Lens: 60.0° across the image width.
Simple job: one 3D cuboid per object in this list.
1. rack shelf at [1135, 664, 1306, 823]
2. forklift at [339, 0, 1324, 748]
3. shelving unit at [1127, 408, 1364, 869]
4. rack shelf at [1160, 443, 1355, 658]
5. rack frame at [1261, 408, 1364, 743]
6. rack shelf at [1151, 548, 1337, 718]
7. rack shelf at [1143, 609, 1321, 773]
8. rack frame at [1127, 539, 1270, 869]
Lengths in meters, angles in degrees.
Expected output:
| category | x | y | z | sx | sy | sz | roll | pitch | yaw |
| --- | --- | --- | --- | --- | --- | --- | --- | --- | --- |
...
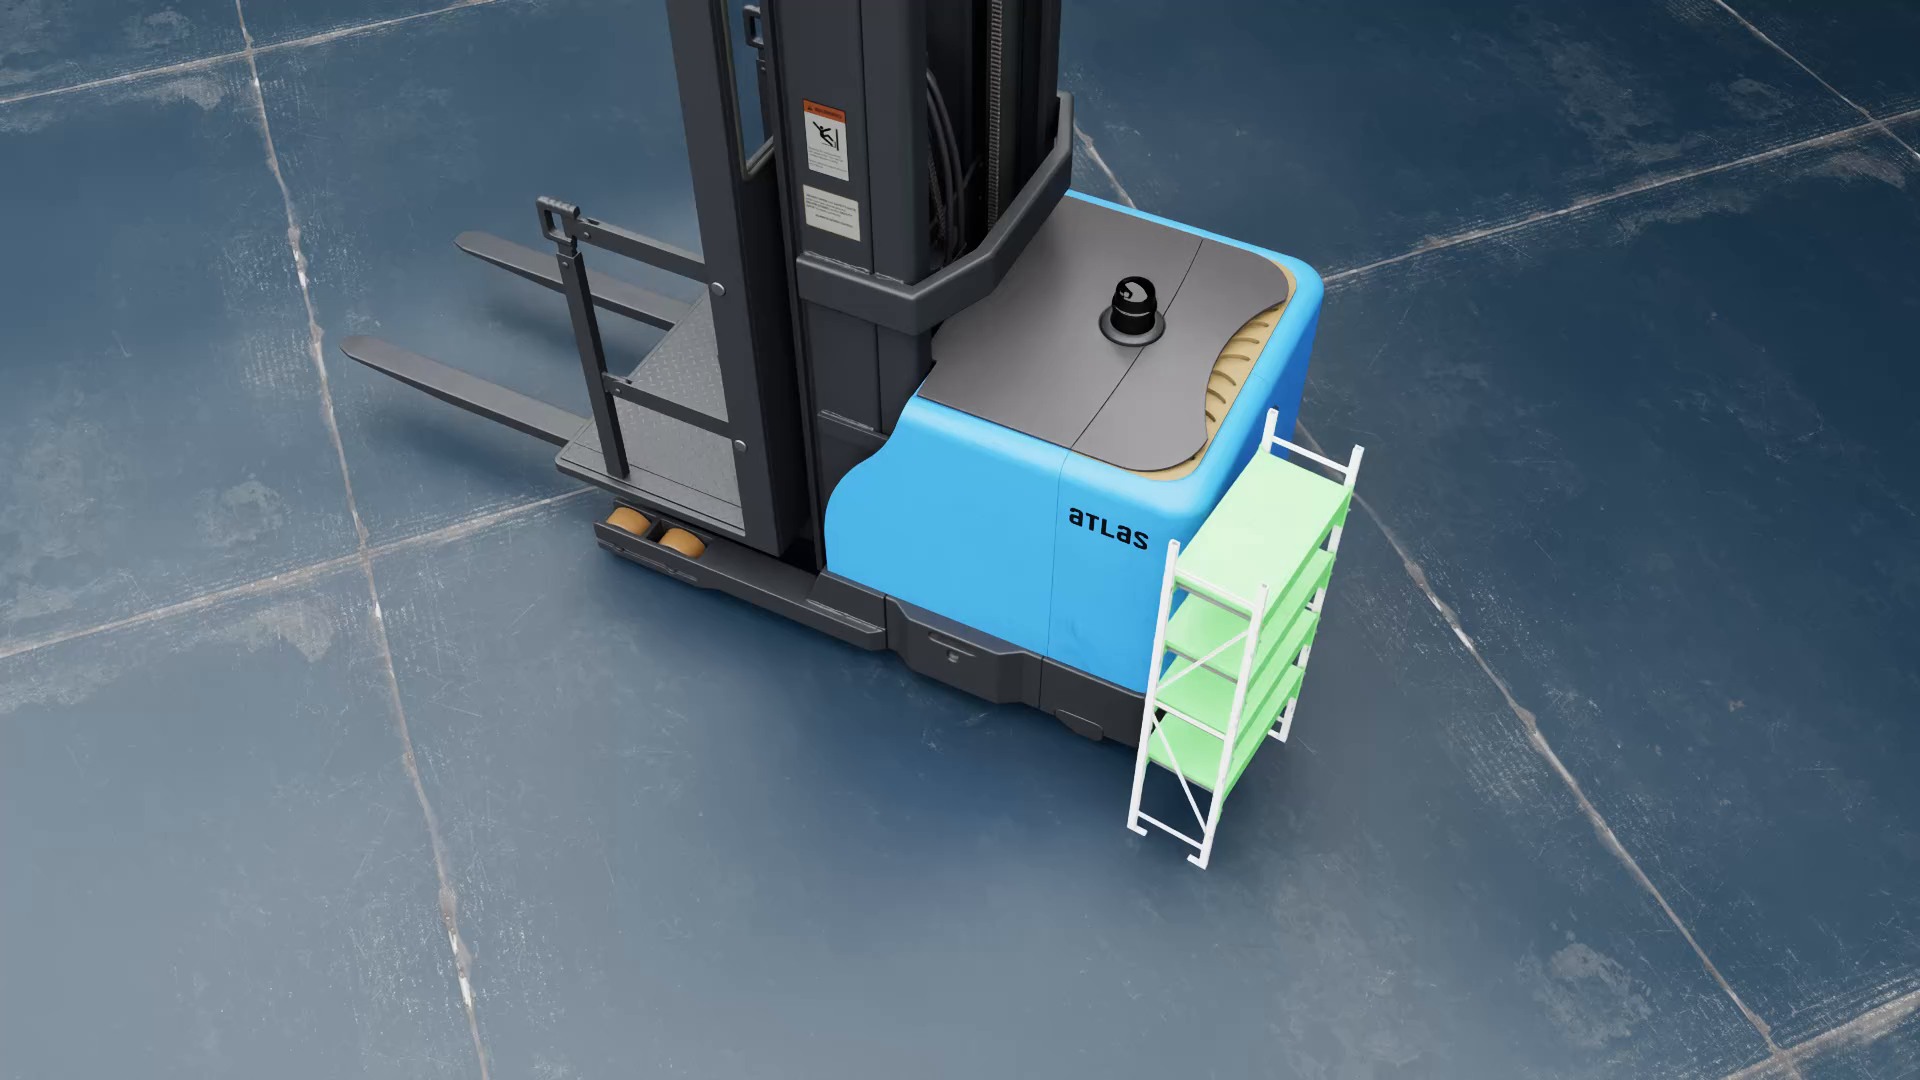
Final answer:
| category | x | y | z | sx | sy | sz | roll | pitch | yaw |
| --- | --- | --- | --- | --- | --- | --- | --- | --- | --- |
| rack shelf | 0.698 | 0.486 | 4.442 | 0.258 | 0.148 | 0.480 | 26 | 54 | 21 |
| forklift | -0.557 | -1.166 | 4.319 | 3.031 | 2.935 | 1.130 | 21 | 52 | 17 |
| shelving unit | 0.698 | 0.288 | 4.211 | 0.258 | 1.200 | 0.503 | 26 | 54 | 21 |
| rack shelf | 0.698 | 0.017 | 3.896 | 0.258 | 0.148 | 0.480 | 26 | 54 | 21 |
| rack frame | 0.832 | 0.134 | 4.344 | 0.240 | 1.200 | 0.015 | 26 | 54 | 21 |
| rack shelf | 0.698 | 0.174 | 4.078 | 0.258 | 0.148 | 0.480 | 26 | 54 | 21 |
| rack shelf | 0.698 | 0.330 | 4.260 | 0.258 | 0.148 | 0.480 | 26 | 54 | 21 |
| rack frame | 0.564 | 0.443 | 4.078 | 0.240 | 1.200 | 0.015 | 26 | 54 | 21 |
